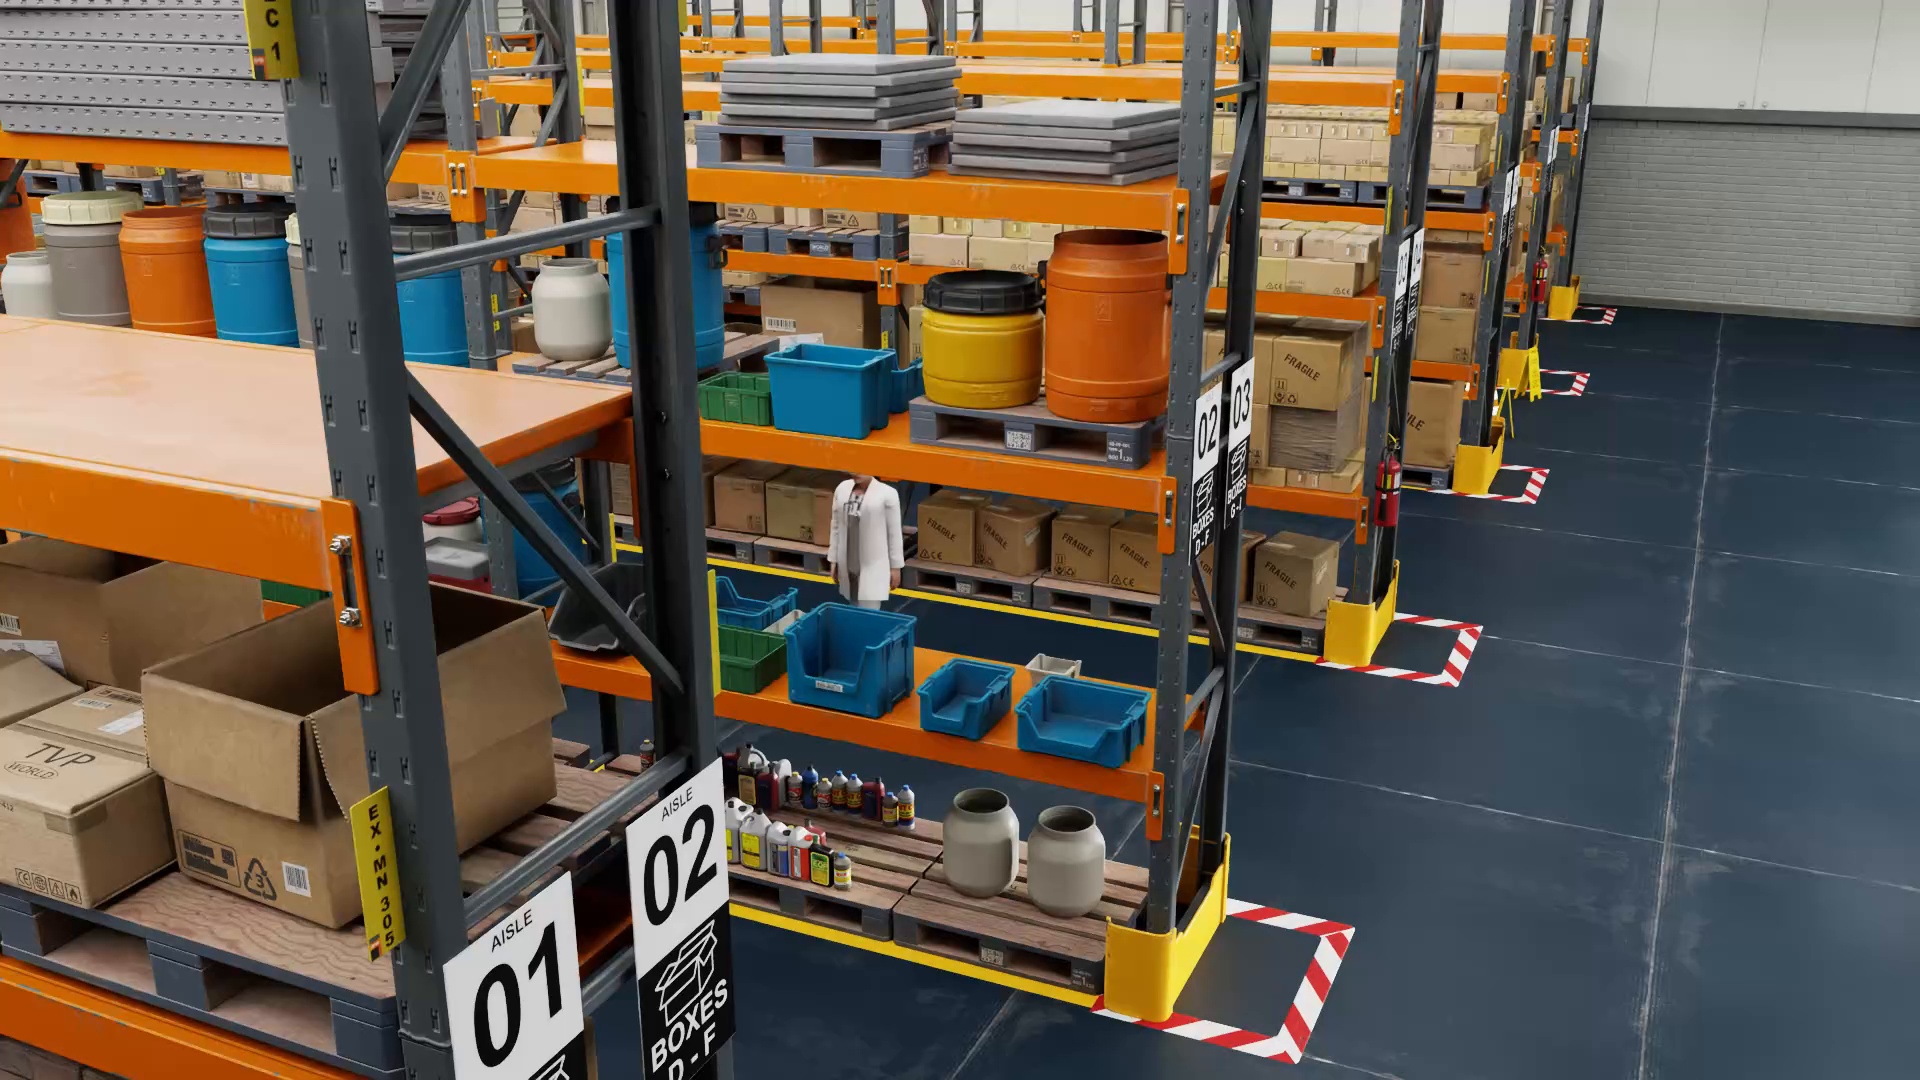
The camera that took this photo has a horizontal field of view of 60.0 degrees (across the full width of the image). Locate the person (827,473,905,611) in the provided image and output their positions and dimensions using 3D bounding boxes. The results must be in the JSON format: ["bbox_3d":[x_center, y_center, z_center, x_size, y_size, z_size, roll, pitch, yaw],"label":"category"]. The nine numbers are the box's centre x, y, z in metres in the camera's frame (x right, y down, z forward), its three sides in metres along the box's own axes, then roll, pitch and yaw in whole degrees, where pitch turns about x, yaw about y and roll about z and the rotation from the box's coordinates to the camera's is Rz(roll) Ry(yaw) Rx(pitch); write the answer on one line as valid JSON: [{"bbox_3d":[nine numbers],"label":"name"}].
[{"bbox_3d":[-0.734,0.200,12.192,0.586,1.771,0.817,8,20,23],"label":"person"}]
